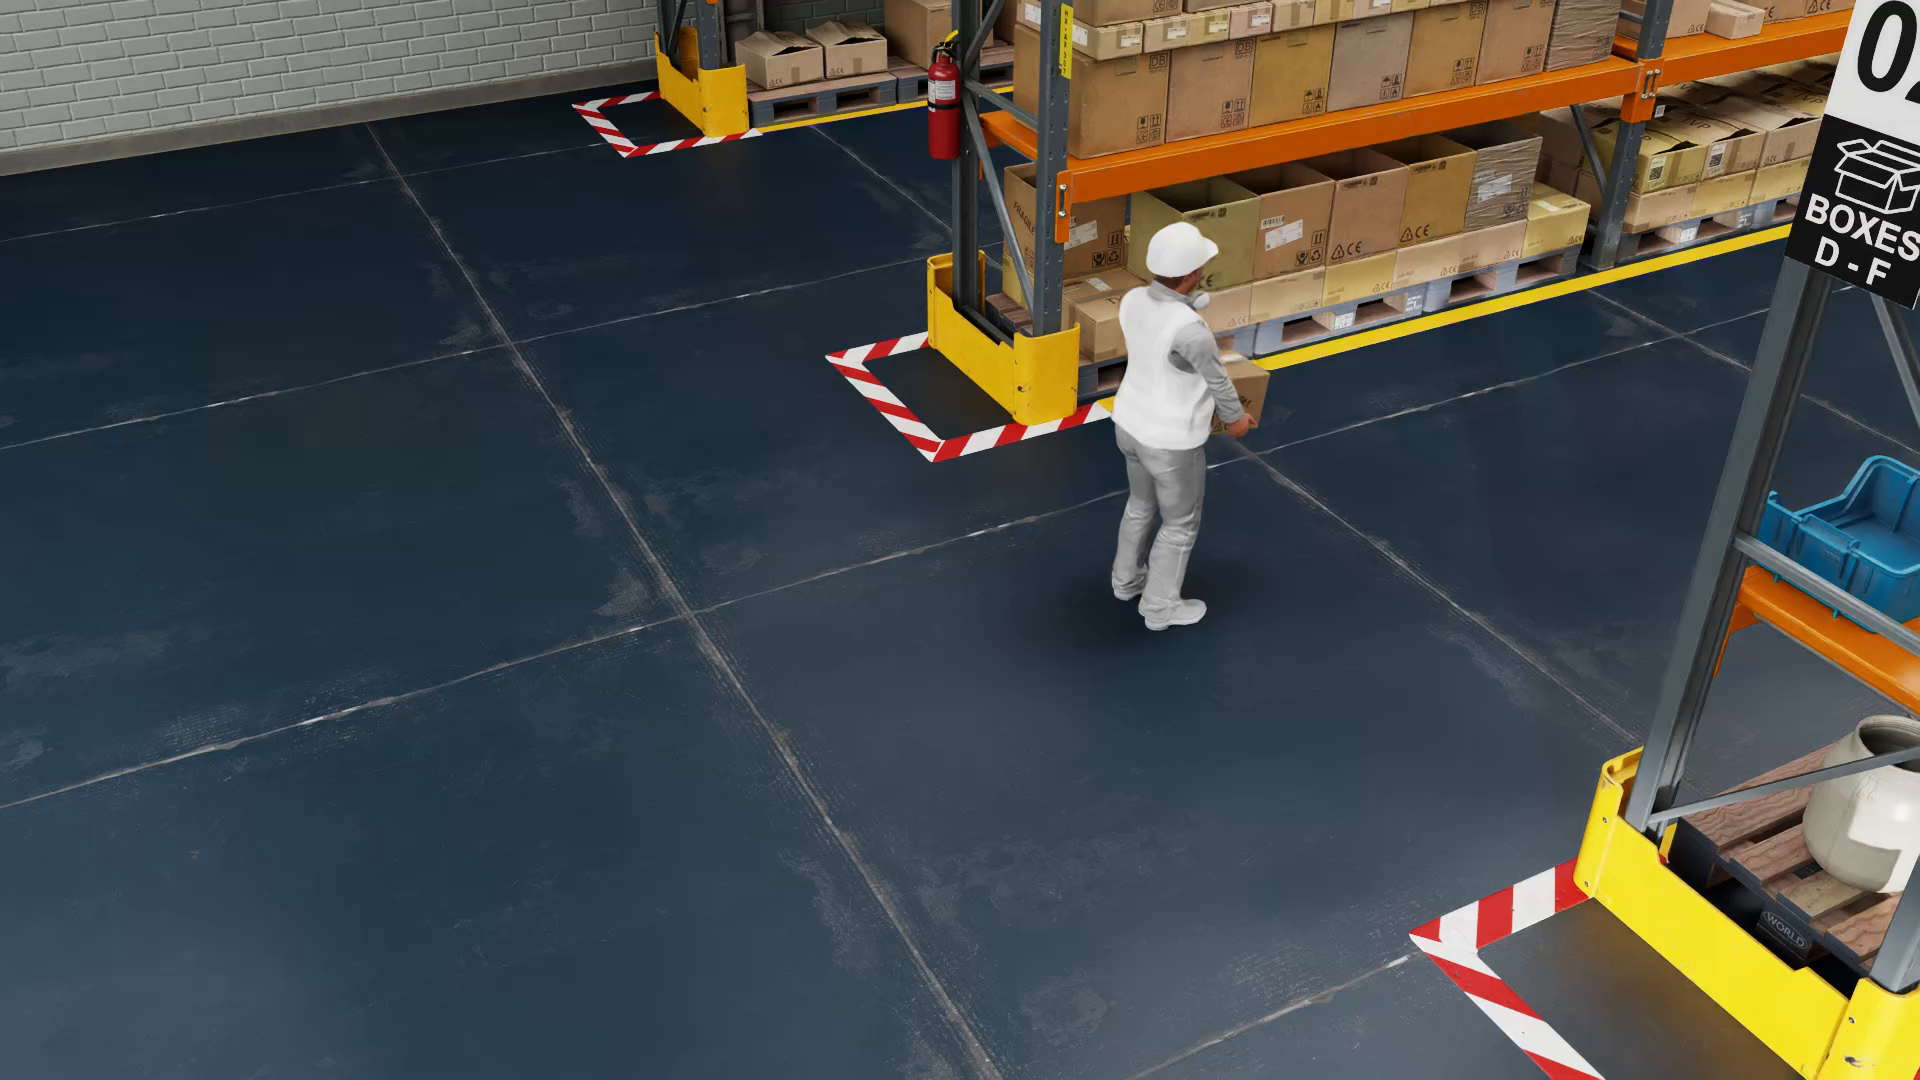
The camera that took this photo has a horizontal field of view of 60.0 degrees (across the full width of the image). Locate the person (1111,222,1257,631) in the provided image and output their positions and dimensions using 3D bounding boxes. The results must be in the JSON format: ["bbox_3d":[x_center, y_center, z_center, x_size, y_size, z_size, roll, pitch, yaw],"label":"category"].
[{"bbox_3d":[0.908,-0.484,6.870,0.554,1.772,0.495,-16,36,-24],"label":"person"}]
